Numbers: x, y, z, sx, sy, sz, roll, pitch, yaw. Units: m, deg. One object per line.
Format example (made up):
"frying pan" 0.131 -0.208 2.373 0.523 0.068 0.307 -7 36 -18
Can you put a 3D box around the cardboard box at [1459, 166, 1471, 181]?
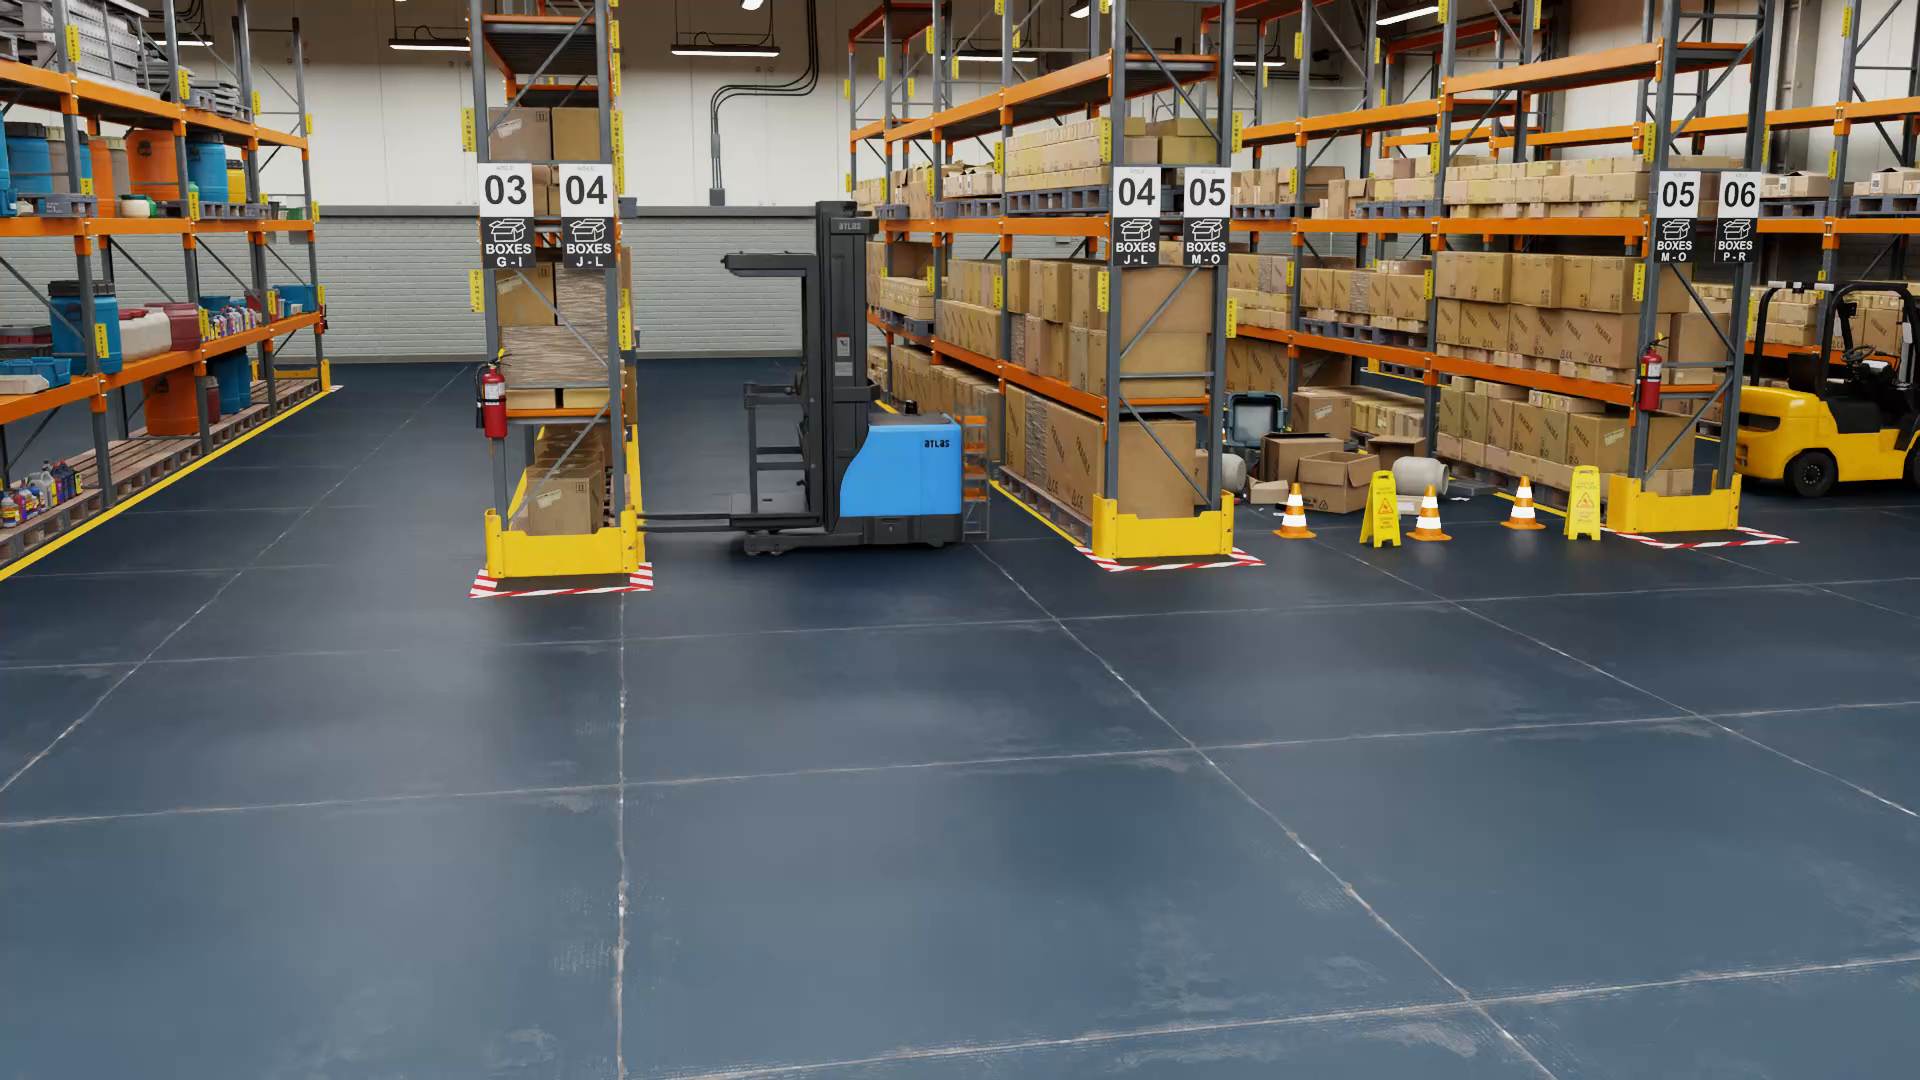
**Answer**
"cardboard box" 5.593 -3.930 17.837 0.380 0.149 0.250 -2 11 -9

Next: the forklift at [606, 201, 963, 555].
"forklift" -1.532 -1.416 14.296 3.031 2.935 1.130 -1 11 -7

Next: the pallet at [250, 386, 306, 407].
"pallet" -10.784 -2.219 25.789 1.003 0.211 1.213 -2 11 -11

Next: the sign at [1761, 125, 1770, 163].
"sign" 7.083 -3.493 14.667 0.100 0.325 0.005 -2 11 -11

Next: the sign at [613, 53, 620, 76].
"sign" -4.974 -6.878 24.055 0.100 0.325 0.005 -2 11 -11

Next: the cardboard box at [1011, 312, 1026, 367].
"cardboard box" 1.021 -2.112 17.369 0.875 0.550 0.550 -2 11 -11

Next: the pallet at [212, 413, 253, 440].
"pallet" -10.012 -1.494 21.980 1.003 0.211 1.213 -2 11 -11

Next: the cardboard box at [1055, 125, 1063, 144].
"cardboard box" 1.070 -3.652 14.987 0.380 0.149 0.250 -2 11 -12

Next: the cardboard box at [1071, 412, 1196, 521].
"cardboard box" 1.519 -0.656 14.682 0.875 0.875 0.875 -2 11 -11

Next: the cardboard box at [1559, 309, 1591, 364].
"cardboard box" 6.082 -1.947 15.842 0.500 0.500 0.500 -2 11 -11

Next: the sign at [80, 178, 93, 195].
"sign" -8.264 -3.259 15.753 0.100 0.325 0.005 -2 11 -11

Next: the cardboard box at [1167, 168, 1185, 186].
"cardboard box" 1.963 -3.052 13.968 0.380 0.149 0.250 -2 11 -11

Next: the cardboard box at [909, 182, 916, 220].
"cardboard box" -0.404 -4.640 22.765 0.500 0.500 0.500 -2 11 -11

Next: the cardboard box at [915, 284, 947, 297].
"cardboard box" -0.386 -3.288 21.904 0.380 0.149 0.250 -3 11 -13

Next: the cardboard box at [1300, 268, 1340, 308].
"cardboard box" 4.856 -3.348 22.080 0.500 0.500 0.500 -2 11 -13

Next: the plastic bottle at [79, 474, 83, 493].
"plastic bottle" -8.430 -0.550 15.870 0.097 0.201 0.097 0 11 0

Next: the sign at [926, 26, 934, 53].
"sign" -0.371 -6.262 20.822 0.100 0.325 0.005 -2 11 -11

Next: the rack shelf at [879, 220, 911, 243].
"rack shelf" -1.008 -5.060 27.159 1.077 0.370 4.000 -2 11 -11

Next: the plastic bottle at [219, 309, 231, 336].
"plastic bottle" -9.648 -2.848 21.769 0.144 0.351 0.185 -2 11 -11

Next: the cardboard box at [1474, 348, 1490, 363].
"cardboard box" 5.715 -1.973 17.710 0.380 0.149 0.250 -2 11 -9

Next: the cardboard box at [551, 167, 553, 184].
"cardboard box" -3.122 -2.958 13.526 0.380 0.149 0.250 -2 11 -12

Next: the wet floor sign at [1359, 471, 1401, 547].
"wet floor sign" 3.663 -0.282 14.453 0.267 0.644 0.232 -4 12 -21

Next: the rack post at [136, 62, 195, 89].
"rack post" -9.765 -5.539 19.931 0.954 0.300 0.937 -2 11 -11

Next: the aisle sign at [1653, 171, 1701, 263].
"aisle sign" 6.279 -2.826 14.567 0.394 0.787 0.004 -2 11 -11

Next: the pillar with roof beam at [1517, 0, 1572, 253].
"pillar with roof beam" 5.611 -6.904 26.900 9.100 9.000 0.548 -2 11 -11

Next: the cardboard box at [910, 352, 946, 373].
"cardboard box" -0.423 -2.488 23.301 0.500 0.250 0.500 -2 11 -10

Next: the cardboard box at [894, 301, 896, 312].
"cardboard box" -0.734 -3.327 23.705 0.380 0.149 0.250 -2 11 -12

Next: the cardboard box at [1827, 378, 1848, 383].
"cardboard box" 10.428 -1.732 19.330 0.500 0.250 0.500 -2 11 -12

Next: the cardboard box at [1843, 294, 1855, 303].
"cardboard box" 10.445 -2.785 19.304 0.380 0.149 0.250 -2 11 -12

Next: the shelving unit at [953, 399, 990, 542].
"shelving unit" 0.101 -0.622 14.758 0.258 1.200 0.503 -2 11 -8

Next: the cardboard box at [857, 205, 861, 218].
"cardboard box" -1.462 -5.518 28.044 0.500 0.250 0.500 -2 11 -9

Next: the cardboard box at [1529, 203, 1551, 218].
"cardboard box" 5.865 -3.256 16.430 0.380 0.149 0.250 -2 11 -12

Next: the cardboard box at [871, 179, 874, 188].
"cardboard box" -1.225 -5.698 26.585 0.380 0.149 0.250 -2 11 -11

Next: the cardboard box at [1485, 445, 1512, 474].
"cardboard box" 5.844 -0.847 17.354 0.500 0.250 0.500 -2 11 -12

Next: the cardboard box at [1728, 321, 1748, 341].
"cardboard box" 10.117 -2.679 21.149 0.500 0.250 0.500 -2 11 -11

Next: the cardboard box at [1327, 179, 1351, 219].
"cardboard box" 5.170 -4.386 21.429 0.700 0.500 0.500 -2 11 -11

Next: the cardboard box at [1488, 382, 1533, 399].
"cardboard box" 5.745 -1.560 17.361 0.380 0.149 0.250 -1 11 -8

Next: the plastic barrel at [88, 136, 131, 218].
"plastic barrel" -9.637 -4.058 18.634 0.600 0.901 0.600 0 11 0

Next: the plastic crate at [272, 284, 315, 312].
"plastic crate" -10.892 -3.957 27.207 0.616 0.435 0.499 -2 11 -11

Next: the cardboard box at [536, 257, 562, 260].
"cardboard box" -3.806 -2.264 14.830 0.500 0.500 0.500 -2 11 -11

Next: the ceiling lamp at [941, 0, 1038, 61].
"ceiling lamp" 0.539 -10.724 31.359 2.000 3.185 0.800 -2 11 -11

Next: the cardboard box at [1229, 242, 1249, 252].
"cardboard box" 4.410 -4.698 26.679 0.380 0.149 0.250 -2 11 -12

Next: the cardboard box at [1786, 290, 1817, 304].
"cardboard box" 10.289 -2.954 20.194 0.380 0.149 0.250 -2 11 -12

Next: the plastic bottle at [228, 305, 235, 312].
"plastic bottle" -10.004 -3.045 22.803 0.144 0.351 0.185 -2 11 -11

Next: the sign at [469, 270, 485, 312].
"sign" -3.718 -1.918 12.807 0.100 0.325 0.005 -2 11 -11

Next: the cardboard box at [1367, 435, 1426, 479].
"cardboard box" 4.647 -0.831 17.721 0.500 0.500 0.500 6 12 28

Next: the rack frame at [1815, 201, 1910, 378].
"rack frame" 10.641 -2.485 19.732 1.000 3.000 0.127 -2 11 -11

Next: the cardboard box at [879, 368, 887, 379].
"cardboard box" -1.057 -2.620 26.146 0.380 0.149 0.250 -3 11 -14

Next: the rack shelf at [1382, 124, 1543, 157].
"rack shelf" 8.696 -6.911 28.874 1.077 0.370 4.000 -2 11 -11

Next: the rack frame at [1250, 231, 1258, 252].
"rack frame" 4.217 -3.771 26.488 1.000 3.000 0.127 -2 11 -11

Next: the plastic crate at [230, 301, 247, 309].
"plastic crate" -11.100 -3.558 25.654 0.416 0.233 0.300 -2 11 -11

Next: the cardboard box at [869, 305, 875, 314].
"cardboard box" -1.278 -3.777 27.192 0.380 0.149 0.250 -2 11 -10

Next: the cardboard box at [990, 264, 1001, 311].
"cardboard box" 0.733 -2.831 18.606 0.700 0.500 0.500 -2 11 -12

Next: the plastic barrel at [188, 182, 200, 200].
"plastic barrel" -9.565 -4.303 20.554 0.294 0.245 0.294 0 11 0

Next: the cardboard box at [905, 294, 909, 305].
"cardboard box" -0.539 -3.285 22.687 0.380 0.149 0.250 -2 11 -11

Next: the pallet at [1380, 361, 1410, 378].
"pallet" 8.478 -3.156 30.714 1.003 0.211 1.213 -2 11 -11

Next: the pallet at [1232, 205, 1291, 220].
"pallet" 4.597 -4.740 24.059 1.003 0.211 1.213 -2 11 -8
